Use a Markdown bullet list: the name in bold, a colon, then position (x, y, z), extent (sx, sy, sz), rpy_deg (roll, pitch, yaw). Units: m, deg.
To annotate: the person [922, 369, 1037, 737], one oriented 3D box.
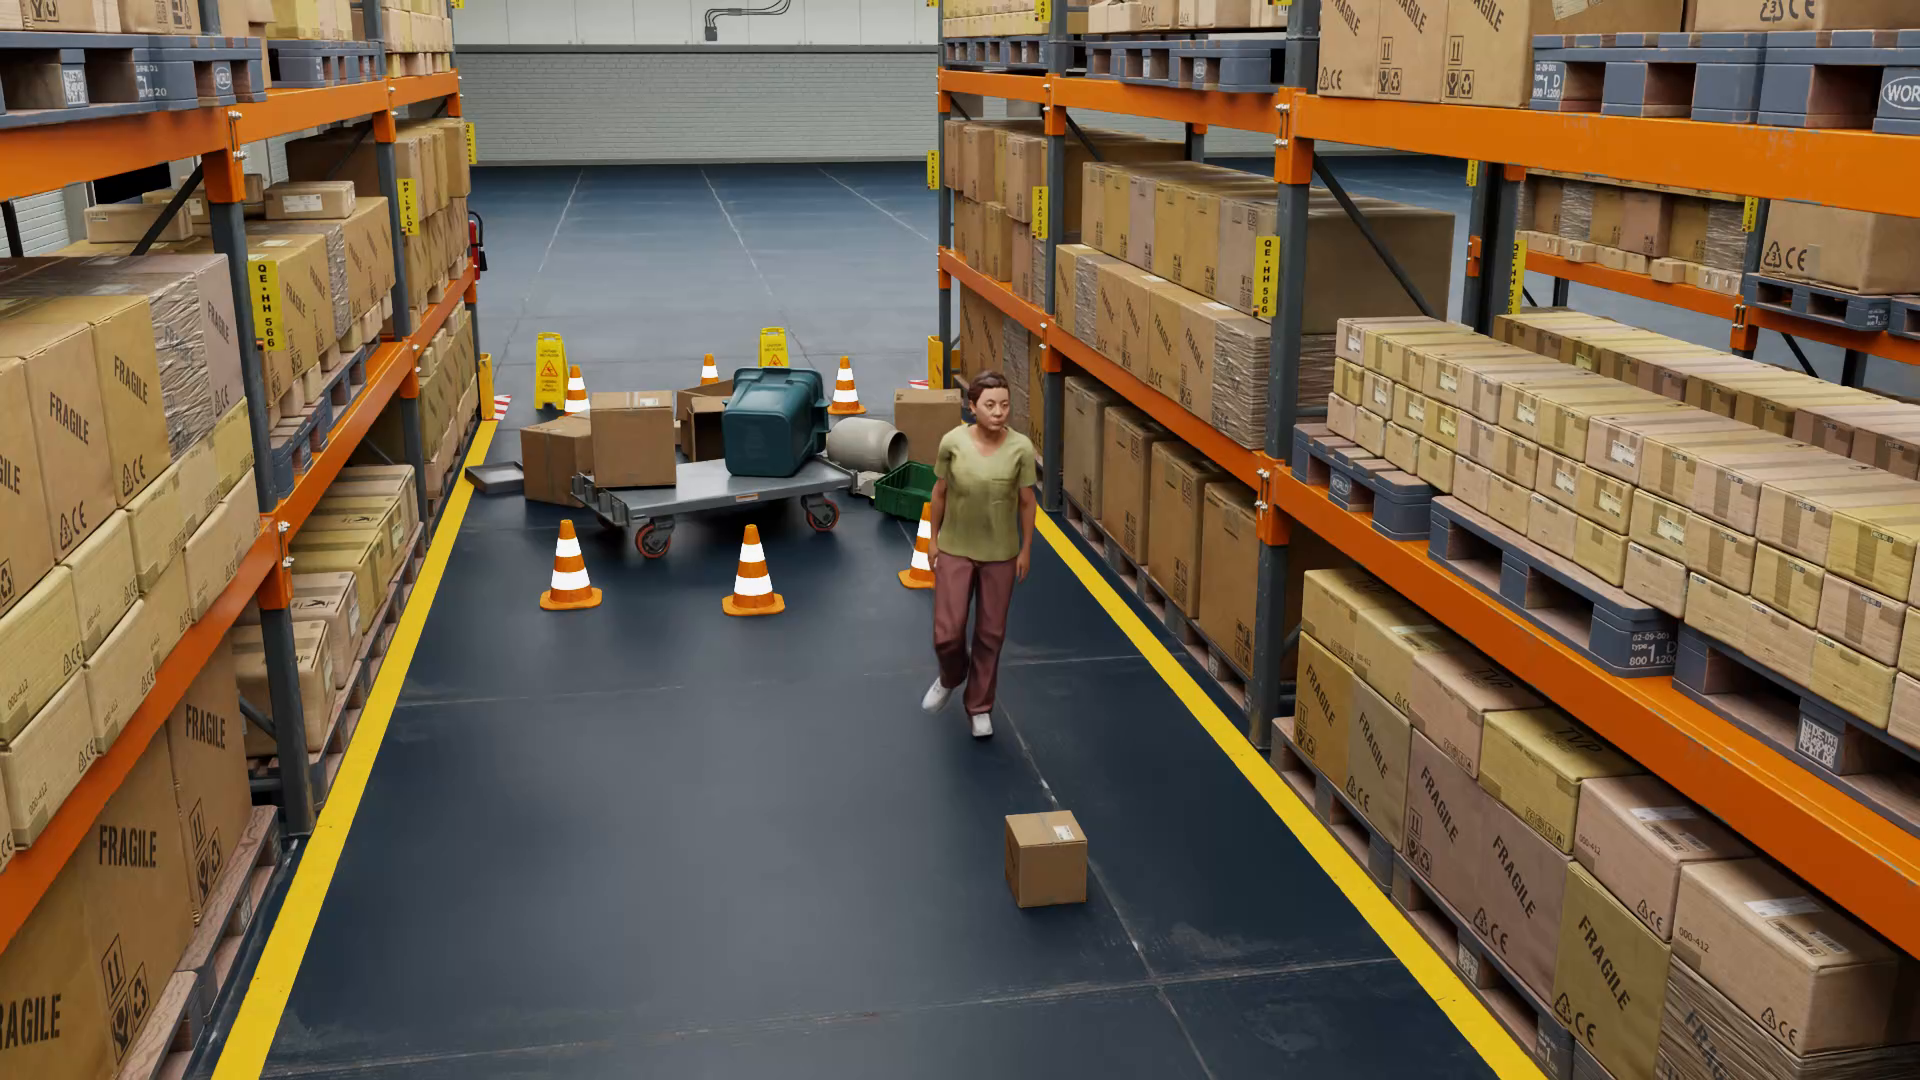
- **person**: position (0.082, 0.058, 7.314), extent (0.507, 1.661, 0.473), rpy_deg (-1, 16, -2)
